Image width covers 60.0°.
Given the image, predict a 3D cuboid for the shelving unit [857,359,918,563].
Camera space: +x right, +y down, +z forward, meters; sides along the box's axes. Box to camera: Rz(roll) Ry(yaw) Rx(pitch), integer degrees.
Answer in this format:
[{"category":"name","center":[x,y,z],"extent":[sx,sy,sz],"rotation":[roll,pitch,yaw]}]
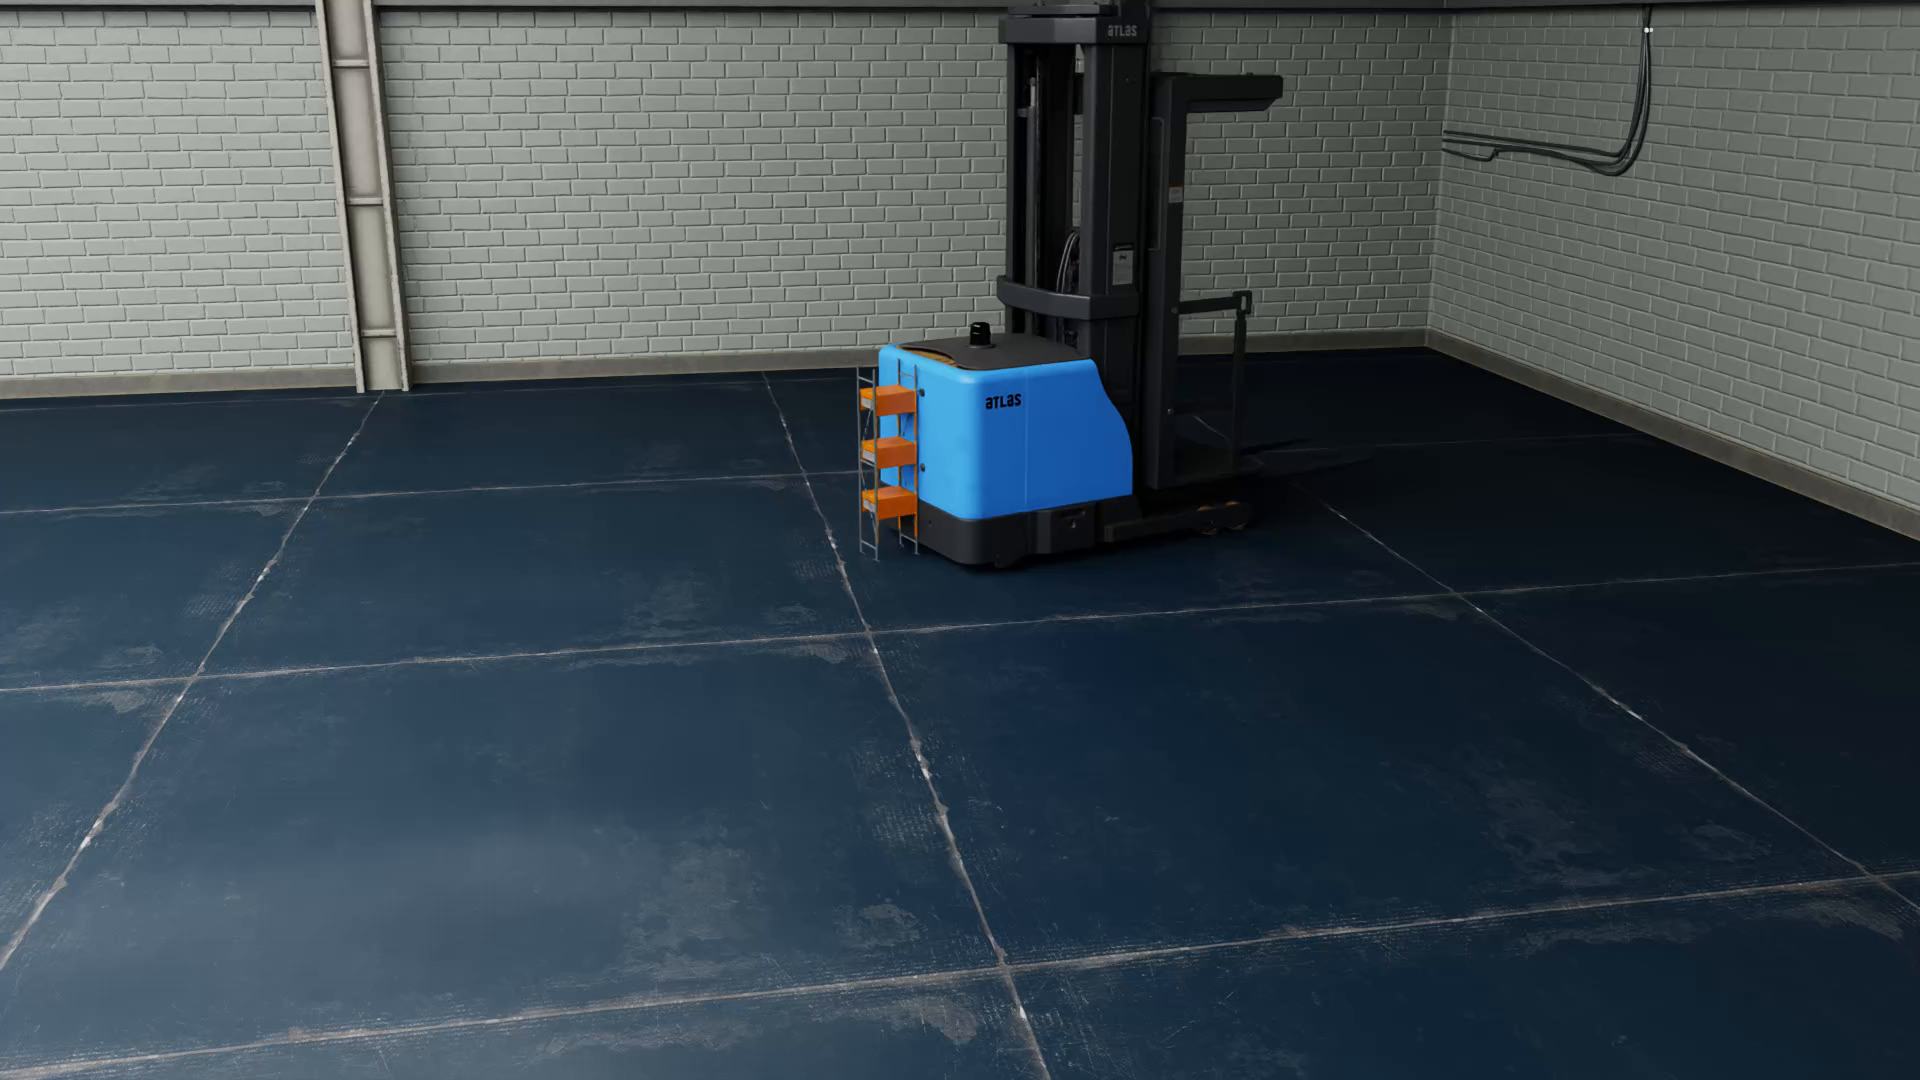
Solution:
[{"category":"shelving unit","center":[-0.386,-0.425,8.907],"extent":[0.252,1.050,0.215],"rotation":[-10,20,-29]}]

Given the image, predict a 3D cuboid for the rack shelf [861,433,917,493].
[{"category":"rack shelf","center":[-0.386,-0.415,8.910],"extent":[0.240,0.259,0.215],"rotation":[-10,20,-29]}]

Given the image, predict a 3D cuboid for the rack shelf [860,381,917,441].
[{"category":"rack shelf","center":[-0.386,-0.686,8.826],"extent":[0.240,0.259,0.215],"rotation":[-10,20,-29]}]

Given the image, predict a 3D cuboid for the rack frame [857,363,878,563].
[{"category":"rack frame","center":[-0.491,-0.407,8.847],"extent":[0.008,1.050,0.200],"rotation":[-10,20,-29]}]

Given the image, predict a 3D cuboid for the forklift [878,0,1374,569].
[{"category":"forklift","center":[1.070,-1.550,9.365],"extent":[3.031,2.935,1.130],"rotation":[-10,20,-29]}]

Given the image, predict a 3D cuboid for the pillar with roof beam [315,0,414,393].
[{"category":"pillar with roof beam","center":[-3.763,-4.276,7.906],"extent":[0.400,9.000,9.100],"rotation":[-3,17,-10]}]

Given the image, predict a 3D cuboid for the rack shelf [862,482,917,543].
[{"category":"rack shelf","center":[-0.386,-0.149,8.991],"extent":[0.240,0.259,0.215],"rotation":[-10,20,-29]}]

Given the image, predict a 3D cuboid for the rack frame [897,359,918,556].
[{"category":"rack frame","center":[-0.281,-0.443,8.966],"extent":[0.008,1.050,0.200],"rotation":[-10,20,-29]}]

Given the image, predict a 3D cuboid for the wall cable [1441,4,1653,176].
[{"category":"wall cable","center":[4.455,-4.149,12.783],"extent":[0.112,2.526,3.097],"rotation":[-3,17,-10]}]
